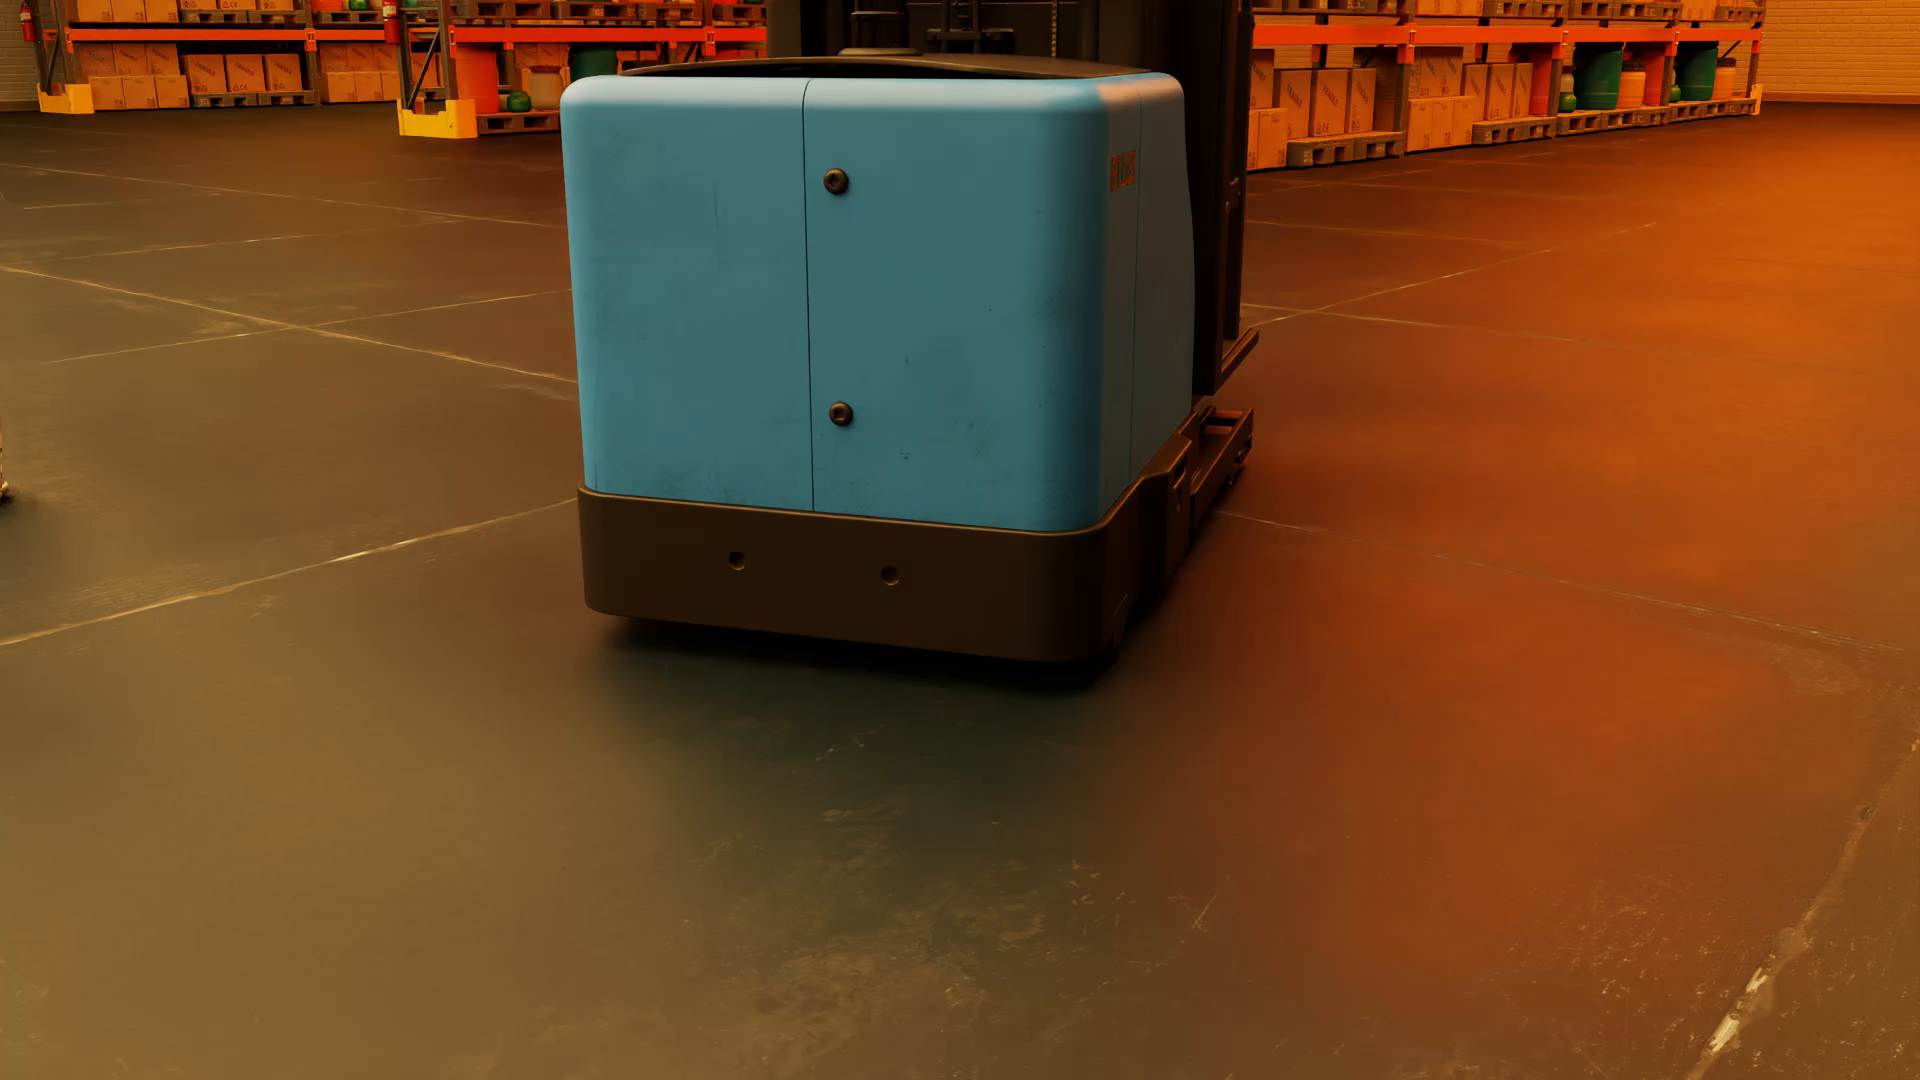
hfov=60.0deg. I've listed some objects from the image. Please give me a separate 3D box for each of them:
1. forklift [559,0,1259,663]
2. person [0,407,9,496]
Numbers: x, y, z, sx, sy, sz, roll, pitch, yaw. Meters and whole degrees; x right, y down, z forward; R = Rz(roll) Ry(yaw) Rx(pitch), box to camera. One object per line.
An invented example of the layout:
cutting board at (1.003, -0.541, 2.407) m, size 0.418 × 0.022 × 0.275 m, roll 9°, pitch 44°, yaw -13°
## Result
forklift at (0.182, -1.571, 4.072) m, size 1.130 × 2.935 × 3.031 m, roll 5°, pitch 18°, yaw 17°
person at (-2.617, -0.903, 4.017) m, size 0.606 × 1.705 × 0.477 m, roll 12°, pitch 21°, yaw 35°
